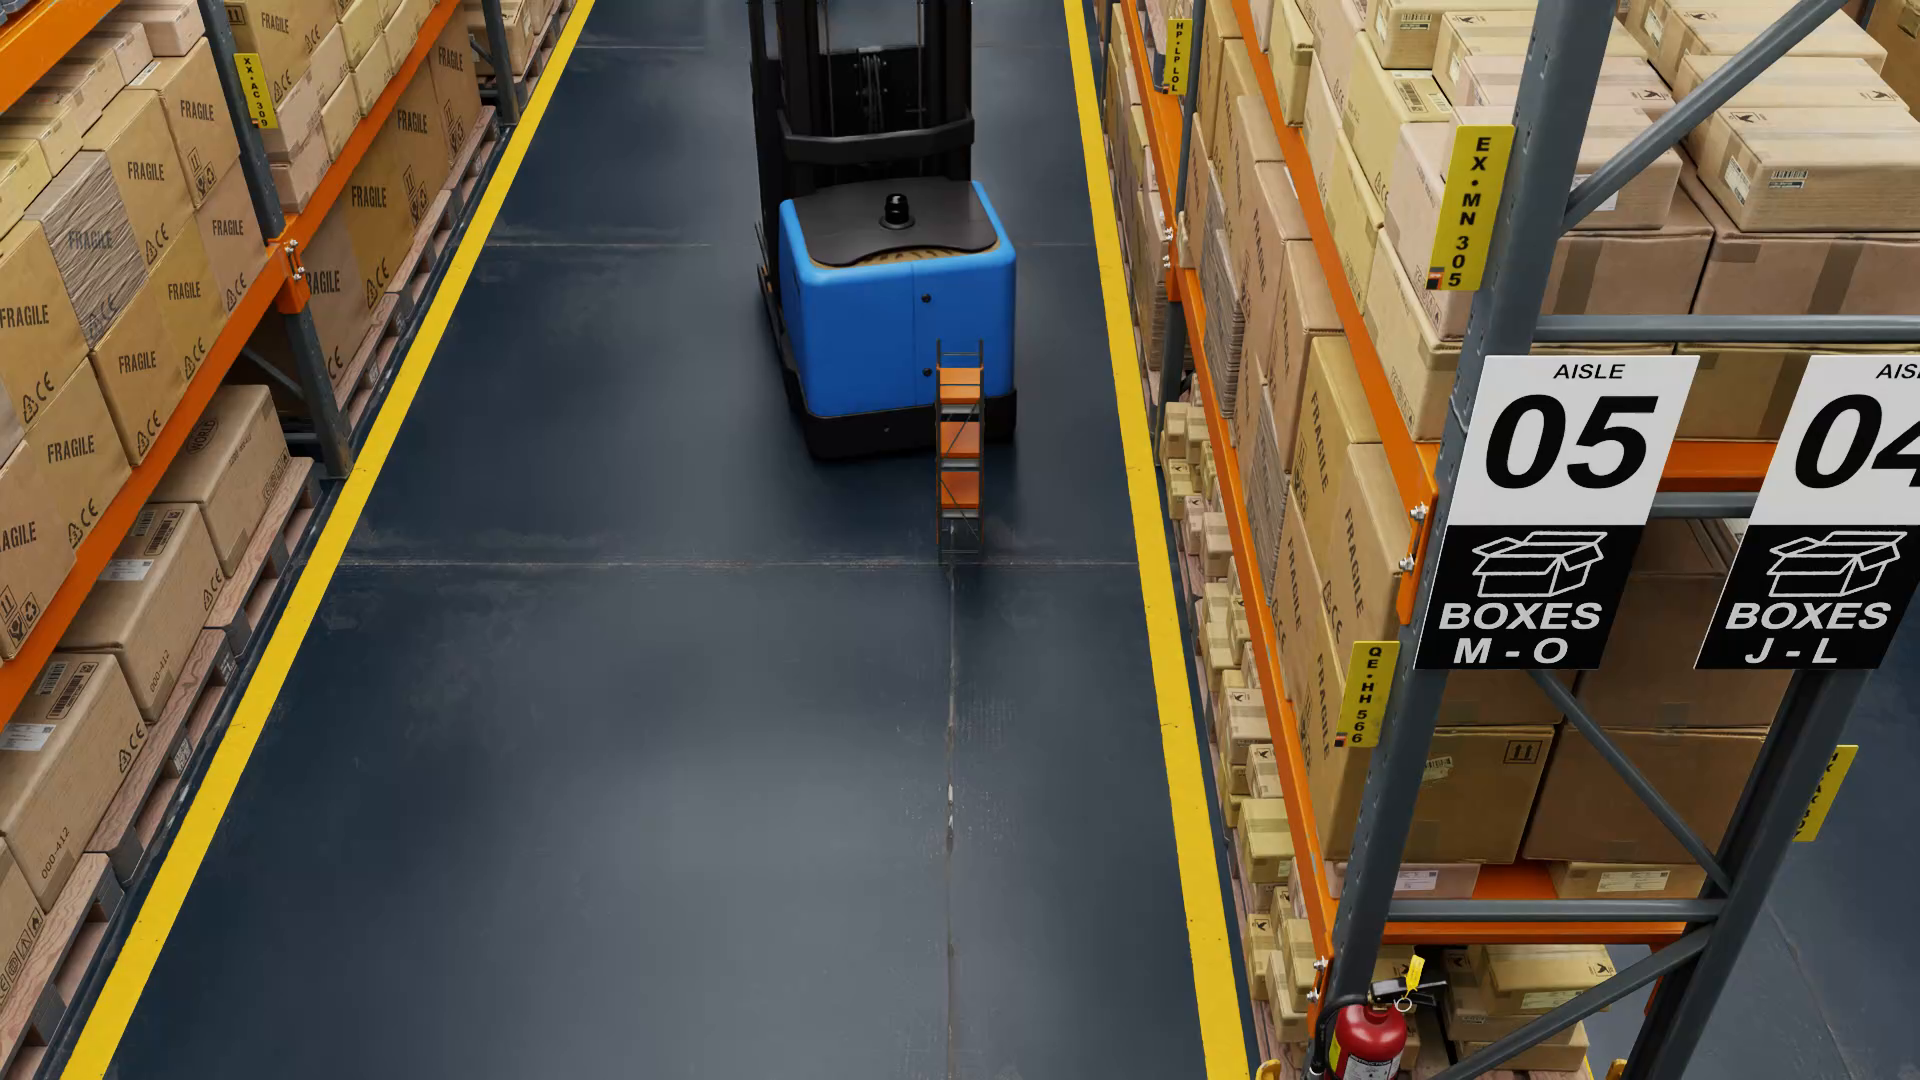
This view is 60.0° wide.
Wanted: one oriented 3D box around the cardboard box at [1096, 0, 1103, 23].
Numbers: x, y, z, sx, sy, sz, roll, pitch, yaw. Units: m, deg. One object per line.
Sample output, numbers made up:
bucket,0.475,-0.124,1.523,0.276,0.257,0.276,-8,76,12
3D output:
cardboard box,1.543,-4.279,12.154,1.050,0.750,0.750,1,39,1

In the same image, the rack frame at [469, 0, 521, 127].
rack frame,-3.492,-3.999,10.341,1.000,3.000,0.127,0,39,0

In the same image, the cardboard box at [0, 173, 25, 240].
cardboard box,-3.215,-1.034,5.244,0.380,0.149,0.250,0,39,0

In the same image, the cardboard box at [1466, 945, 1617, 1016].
cardboard box,1.806,1.326,5.165,0.380,0.149,0.250,-2,39,-2

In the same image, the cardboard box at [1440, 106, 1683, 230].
cardboard box,1.173,-0.733,3.269,0.380,0.149,0.250,0,39,0

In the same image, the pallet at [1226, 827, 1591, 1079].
pallet,1.501,1.470,5.747,1.003,0.211,1.213,0,39,0

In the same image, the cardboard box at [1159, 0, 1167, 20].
cardboard box,1.259,-2.860,8.785,0.380,0.149,0.250,-1,39,-2

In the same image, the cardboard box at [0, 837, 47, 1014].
cardboard box,-3.584,1.427,5.284,0.875,0.438,0.875,-1,39,-2

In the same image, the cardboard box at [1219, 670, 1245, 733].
cardboard box,1.183,0.631,6.270,0.380,0.149,0.250,2,39,2

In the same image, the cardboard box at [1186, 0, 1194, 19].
cardboard box,1.267,-2.443,7.789,0.380,0.149,0.250,-1,39,-1

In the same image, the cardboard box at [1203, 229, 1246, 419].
cardboard box,1.183,-0.785,6.013,0.500,0.500,0.500,-1,39,-1

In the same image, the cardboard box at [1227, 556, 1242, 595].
cardboard box,1.271,0.191,6.582,0.380,0.149,0.250,-2,39,-2

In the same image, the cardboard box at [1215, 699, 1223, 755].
cardboard box,1.186,0.746,6.365,0.380,0.149,0.250,1,39,1

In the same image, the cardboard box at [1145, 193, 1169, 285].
cardboard box,1.209,-1.511,8.300,0.500,0.250,0.500,-1,39,-1

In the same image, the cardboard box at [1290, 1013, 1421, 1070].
cardboard box,1.258,1.557,5.353,0.380,0.149,0.250,1,39,1

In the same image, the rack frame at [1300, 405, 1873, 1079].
rack frame,1.467,0.937,4.182,1.000,3.000,0.127,0,39,0

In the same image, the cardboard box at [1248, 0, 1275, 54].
cardboard box,1.190,-1.748,5.253,0.500,0.250,0.500,2,39,2

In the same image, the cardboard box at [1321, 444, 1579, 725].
cardboard box,1.218,0.106,4.102,0.500,0.500,0.500,-1,39,-1

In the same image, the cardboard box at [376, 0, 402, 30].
cardboard box,-3.211,-2.867,8.650,0.500,0.250,0.500,-1,39,-1

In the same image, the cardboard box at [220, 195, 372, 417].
cardboard box,-3.568,-1.220,8.237,0.875,0.875,0.875,1,39,1

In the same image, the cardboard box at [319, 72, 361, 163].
cardboard box,-3.226,-2.038,8.014,0.500,0.250,0.500,-1,39,-1

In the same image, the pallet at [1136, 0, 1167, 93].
pallet,1.501,-2.753,8.940,1.003,0.211,1.213,0,39,0

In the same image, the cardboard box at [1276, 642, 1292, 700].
cardboard box,1.182,0.360,5.104,0.380,0.149,0.250,1,39,1

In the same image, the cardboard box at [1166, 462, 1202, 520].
cardboard box,1.142,-0.221,7.572,0.380,0.149,0.250,1,39,1

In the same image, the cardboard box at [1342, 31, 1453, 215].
cardboard box,1.210,-0.978,3.893,0.500,0.250,0.500,-1,39,-1

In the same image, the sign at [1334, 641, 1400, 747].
sign,0.912,0.350,3.736,0.100,0.325,0.005,0,39,0

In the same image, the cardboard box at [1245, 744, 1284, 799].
cardboard box,1.206,0.842,5.769,0.380,0.149,0.250,-1,39,-2

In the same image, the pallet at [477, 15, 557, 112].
pallet,-3.491,-3.399,11.823,1.003,0.211,1.213,0,39,0

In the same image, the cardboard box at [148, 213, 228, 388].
cardboard box,-3.225,-0.925,6.426,0.500,0.500,0.500,-1,39,-1

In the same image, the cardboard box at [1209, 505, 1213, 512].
cardboard box,1.267,-0.026,7.089,0.380,0.149,0.250,-2,39,-2

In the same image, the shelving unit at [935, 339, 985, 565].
shelving unit,0.000,-0.376,7.380,0.215,1.050,0.252,0,39,0

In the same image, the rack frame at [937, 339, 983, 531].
rack frame,0.000,-0.453,7.475,0.200,1.050,0.008,0,39,0

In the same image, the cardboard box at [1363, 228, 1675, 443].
cardboard box,1.202,-0.459,3.646,0.500,0.250,0.500,-1,39,-1

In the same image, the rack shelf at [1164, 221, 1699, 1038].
rack shelf,1.465,-0.033,5.968,1.077,0.370,4.000,0,39,0

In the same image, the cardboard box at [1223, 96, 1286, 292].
cardboard box,1.205,-1.188,5.716,0.500,0.500,0.500,1,39,1

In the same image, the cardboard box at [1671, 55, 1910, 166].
cardboard box,1.712,-0.888,3.462,0.380,0.149,0.250,1,39,2

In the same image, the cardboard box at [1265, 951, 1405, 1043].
cardboard box,1.181,1.440,5.261,0.380,0.149,0.250,-1,39,-1

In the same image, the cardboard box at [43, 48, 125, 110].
cardboard box,-3.287,-1.667,6.033,0.380,0.149,0.250,0,39,0

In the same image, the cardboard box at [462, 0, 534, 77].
cardboard box,-3.483,-3.491,11.473,0.950,0.372,0.625,-2,39,-3

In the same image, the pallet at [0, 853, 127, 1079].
pallet,-3.562,1.592,5.595,1.003,0.211,1.213,0,39,0

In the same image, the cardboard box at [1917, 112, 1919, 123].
cardboard box,6.391,-2.352,9.649,1.225,0.875,0.875,0,39,0

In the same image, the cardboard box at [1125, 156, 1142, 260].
cardboard box,1.213,-1.857,9.332,0.500,0.500,0.500,-1,39,-1

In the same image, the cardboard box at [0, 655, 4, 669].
cardboard box,-3.225,0.348,4.837,0.500,0.500,0.500,-1,39,-1

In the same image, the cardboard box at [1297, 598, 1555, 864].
cardboard box,1.209,0.501,4.408,0.500,0.500,0.500,1,39,1

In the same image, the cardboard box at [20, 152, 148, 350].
cardboard box,-3.208,-0.996,5.715,0.500,0.500,0.500,0,39,1

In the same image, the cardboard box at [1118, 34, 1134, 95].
cardboard box,1.217,-2.798,9.907,0.500,0.250,0.500,0,39,-1

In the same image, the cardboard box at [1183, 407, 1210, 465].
cardboard box,1.197,-0.460,7.394,0.380,0.149,0.250,2,39,2

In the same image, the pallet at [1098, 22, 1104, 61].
pallet,1.532,-3.471,11.912,1.003,0.211,1.213,0,39,0

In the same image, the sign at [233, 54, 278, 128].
sign,-2.932,-1.868,6.926,0.100,0.325,0.005,0,39,0

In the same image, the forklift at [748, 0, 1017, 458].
forklift,-0.537,-2.469,8.488,1.130,2.935,3.031,-8,39,-10

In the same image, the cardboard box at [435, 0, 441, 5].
cardboard box,-3.216,-3.305,9.595,0.500,0.250,0.500,1,39,1
